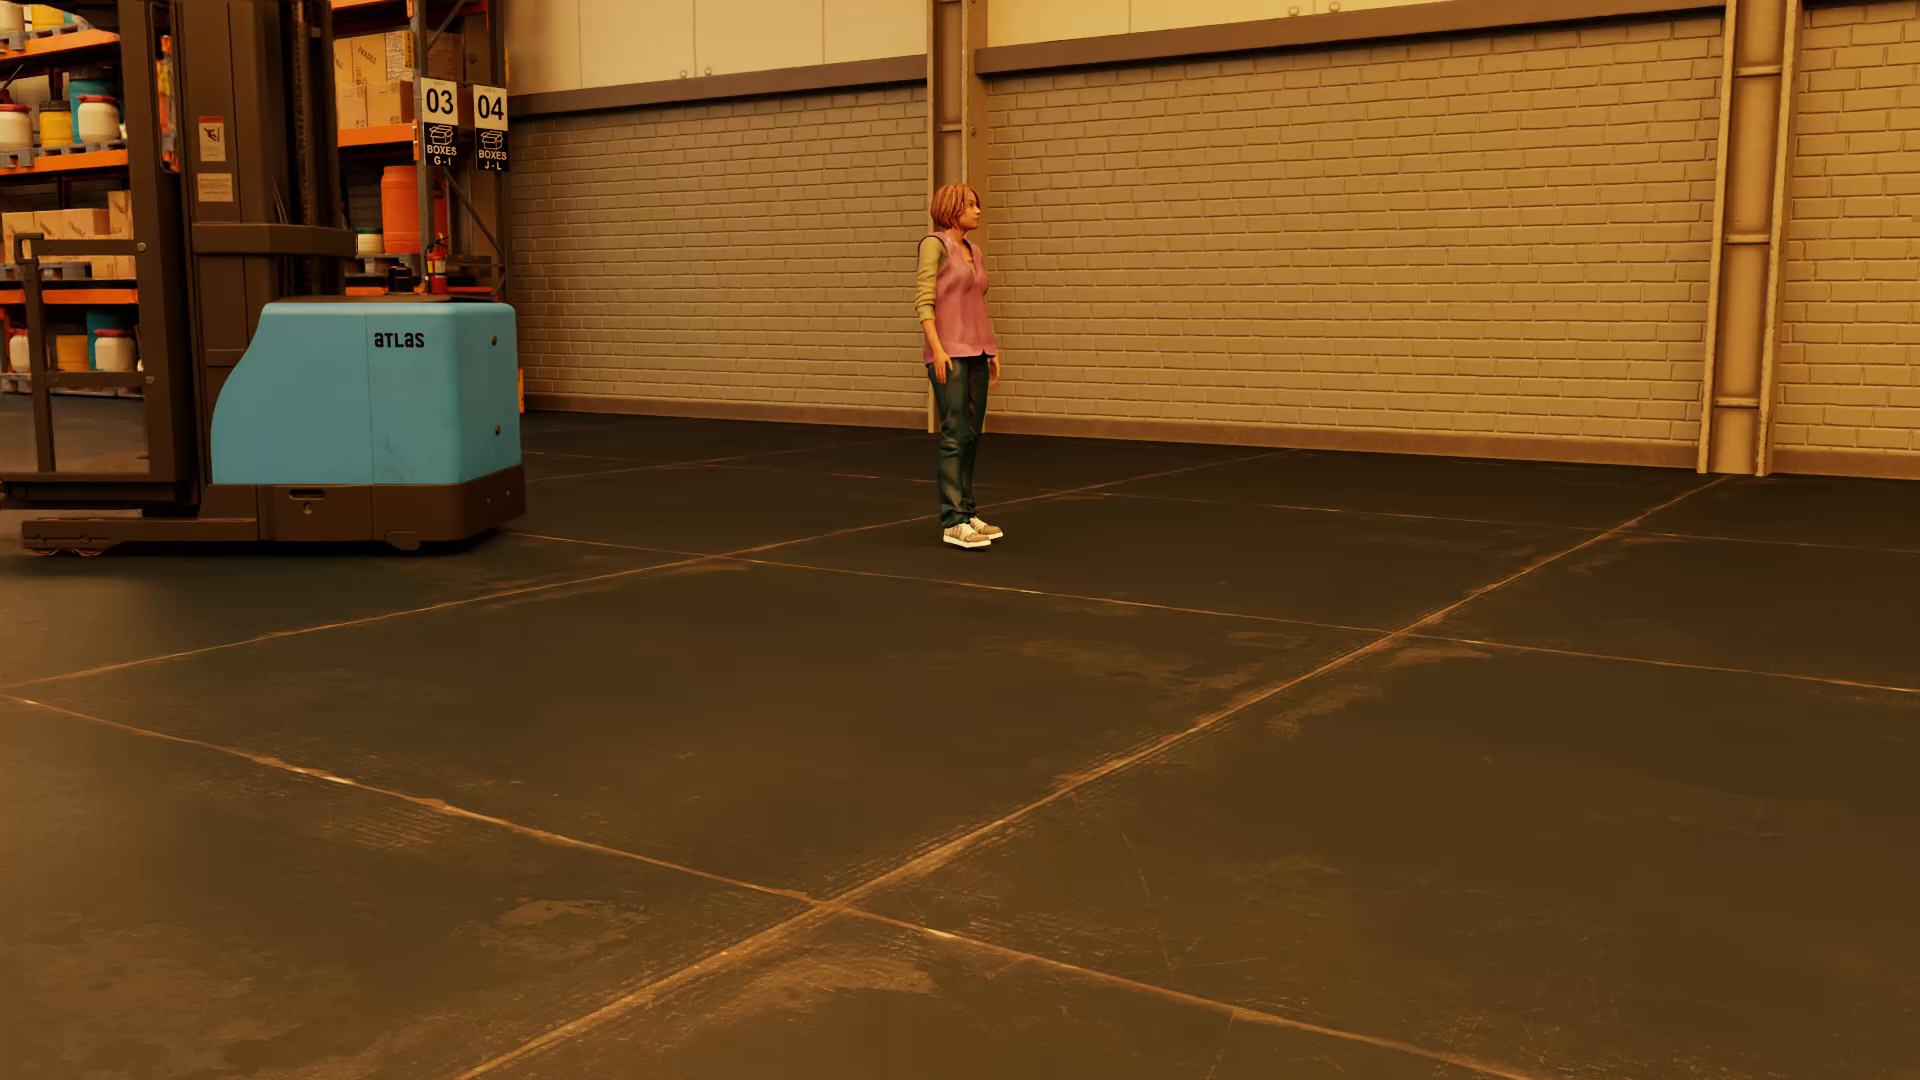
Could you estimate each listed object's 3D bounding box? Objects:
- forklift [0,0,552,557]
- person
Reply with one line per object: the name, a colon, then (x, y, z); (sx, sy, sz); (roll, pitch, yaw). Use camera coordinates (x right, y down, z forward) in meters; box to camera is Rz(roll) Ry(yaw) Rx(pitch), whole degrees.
forklift: (-3.489, -1.453, 7.413); (3.031, 2.935, 1.130); (0, 8, 1)
person: (0.054, -0.791, 7.437); (0.472, 1.600, 0.520); (5, 10, 34)
